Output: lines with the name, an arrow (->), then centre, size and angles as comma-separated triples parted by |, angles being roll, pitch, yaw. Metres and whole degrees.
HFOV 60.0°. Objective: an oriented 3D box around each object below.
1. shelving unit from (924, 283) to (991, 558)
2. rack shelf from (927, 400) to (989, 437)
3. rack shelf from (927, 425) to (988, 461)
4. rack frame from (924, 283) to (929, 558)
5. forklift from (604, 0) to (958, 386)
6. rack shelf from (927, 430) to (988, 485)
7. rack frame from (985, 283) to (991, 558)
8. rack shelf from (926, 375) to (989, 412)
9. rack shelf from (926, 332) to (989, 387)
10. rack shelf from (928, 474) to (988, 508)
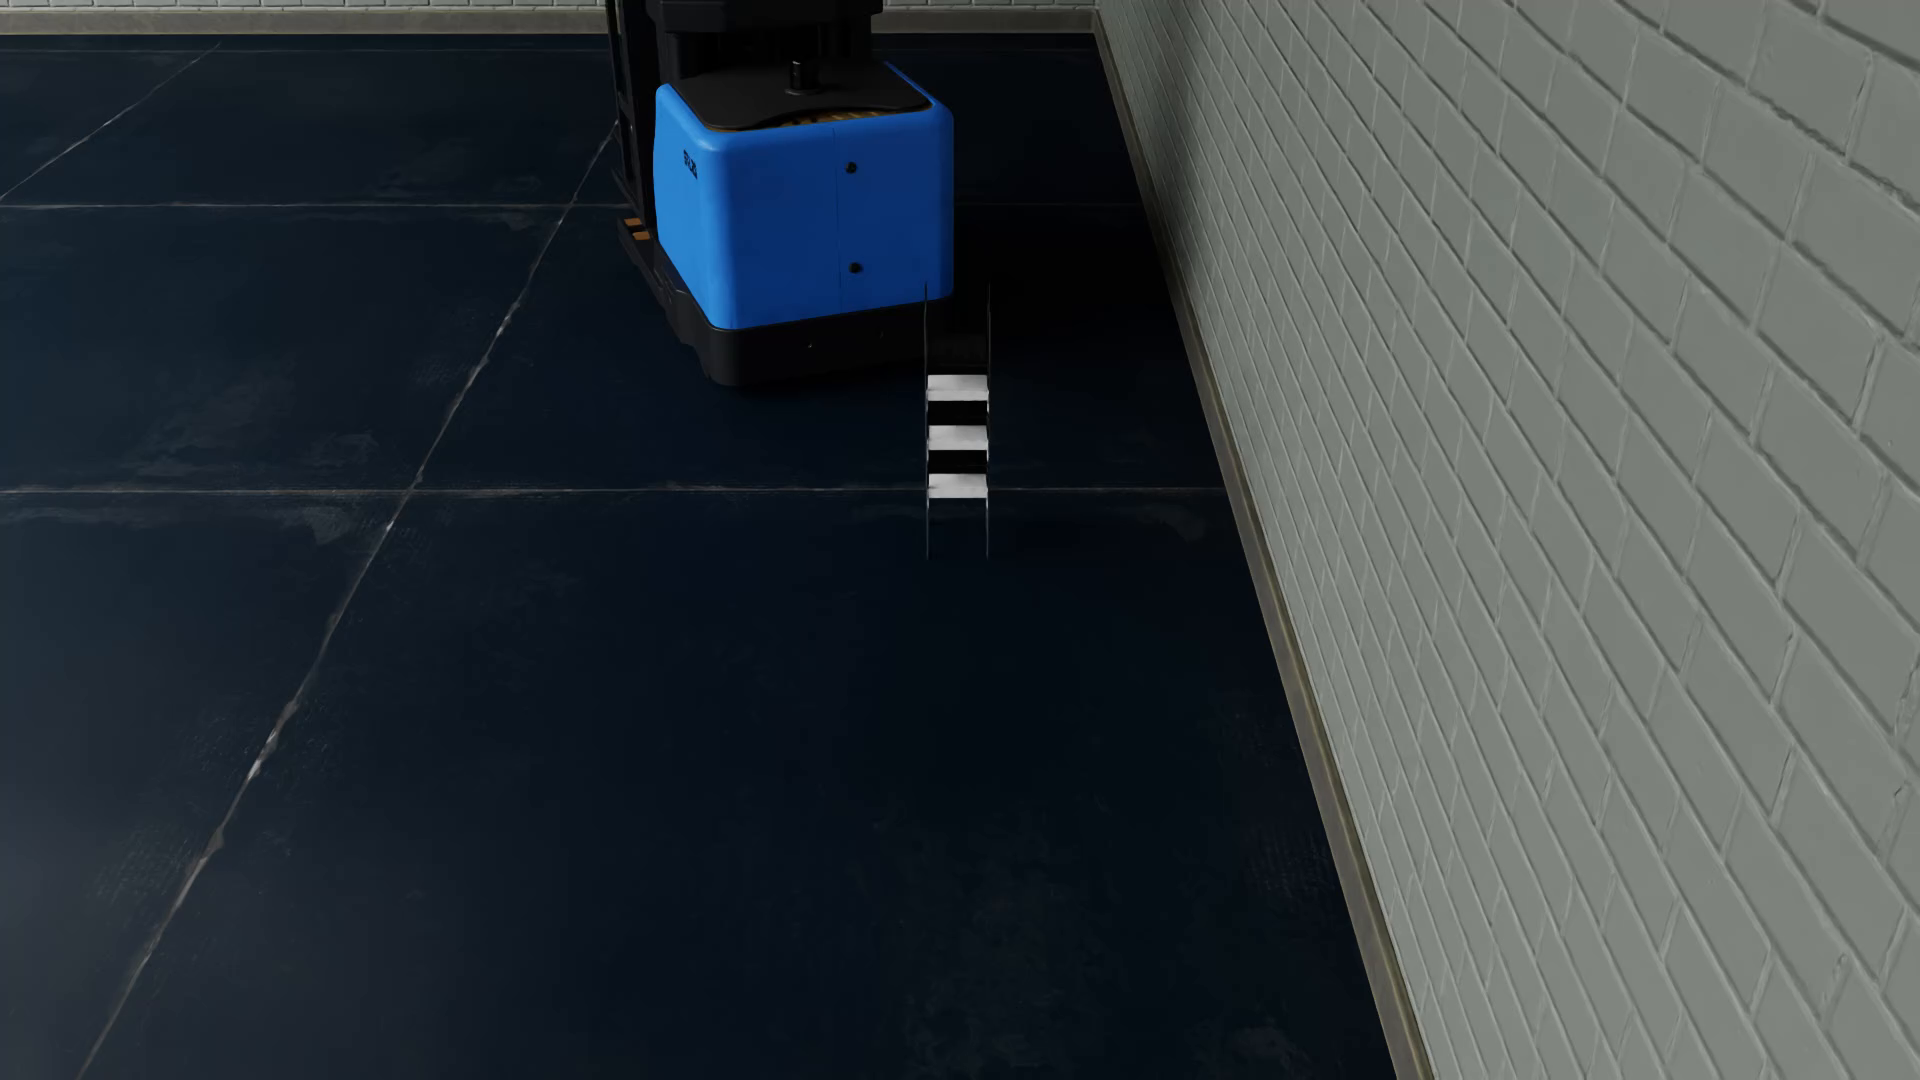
shelving unit -> -0.008, -0.385, 5.517 | 0.210, 0.900, 0.258 | 0, 31, 0
rack shelf -> -0.008, -0.433, 5.487 | 0.200, 0.077, 0.258 | 0, 31, 0
rack shelf -> -0.008, -0.356, 5.534 | 0.200, 0.077, 0.258 | 0, 31, 0
rack frame -> -0.110, -0.384, 5.516 | 0.006, 0.900, 0.240 | 0, 31, 0
forklift -> -1.010, -2.617, 7.237 | 1.130, 2.935, 3.031 | -11, 33, -18
rack shelf -> -0.008, -0.279, 5.581 | 0.200, 0.077, 0.258 | 0, 31, 0
rack frame -> 0.094, -0.385, 5.517 | 0.006, 0.900, 0.240 | 0, 31, 0
rack shelf -> -0.008, -0.510, 5.440 | 0.200, 0.077, 0.258 | 0, 31, 0
rack shelf -> -0.008, -0.587, 5.394 | 0.200, 0.077, 0.258 | 0, 31, 0
rack shelf -> -0.008, -0.202, 5.627 | 0.200, 0.077, 0.258 | 0, 31, 0
